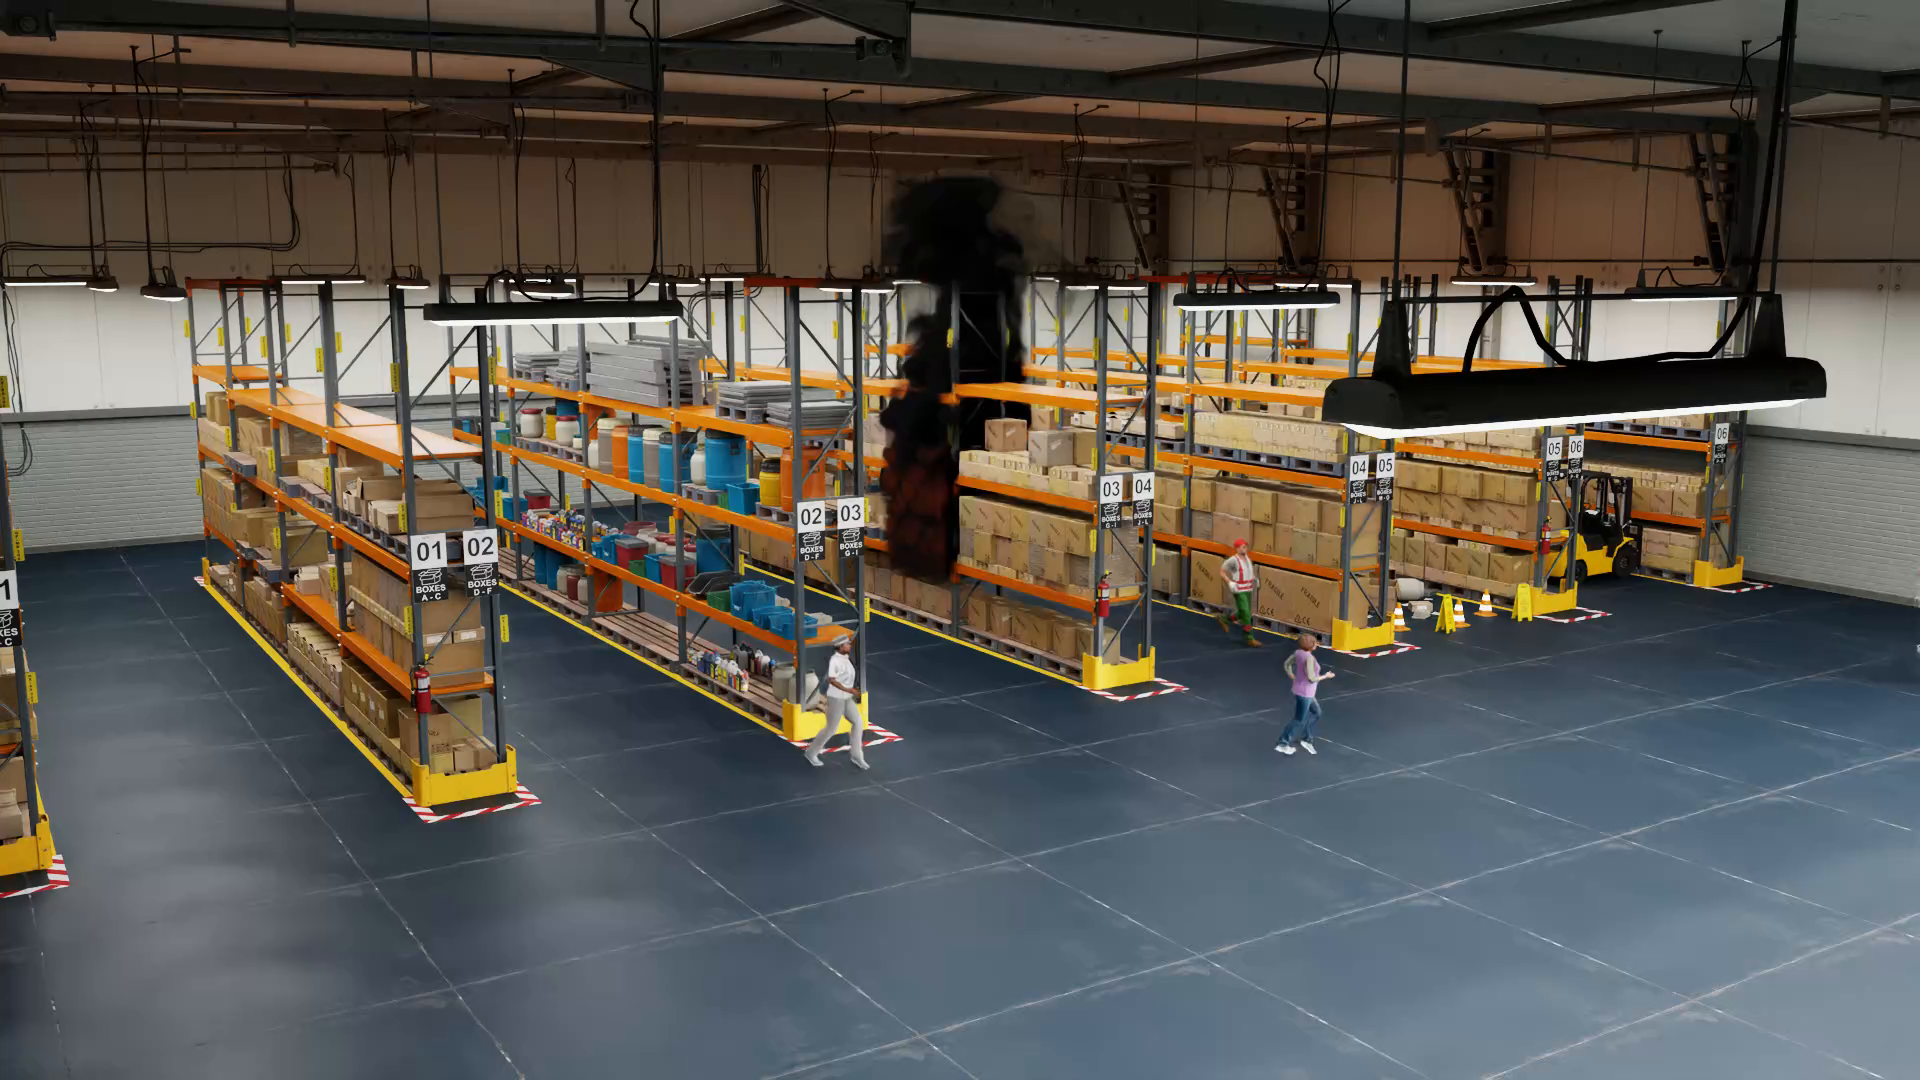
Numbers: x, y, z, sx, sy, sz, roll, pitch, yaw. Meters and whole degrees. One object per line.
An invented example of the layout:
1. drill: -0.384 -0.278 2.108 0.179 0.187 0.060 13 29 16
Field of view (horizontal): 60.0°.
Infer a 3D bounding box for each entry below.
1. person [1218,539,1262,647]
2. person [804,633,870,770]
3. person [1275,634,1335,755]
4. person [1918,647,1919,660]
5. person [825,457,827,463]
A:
1. person: 4.641 0.850 27.574 0.662 1.764 0.935 -9 13 -42
2. person: -1.506 2.023 20.980 0.833 1.707 0.670 2 10 14
3. person: 4.425 1.999 21.340 0.734 1.623 0.482 0 10 -1
4. person: 14.857 1.307 24.986 0.693 1.659 0.722 2 10 14
5. person: -3.557 -1.289 40.969 0.699 1.591 0.731 -9 13 -42
